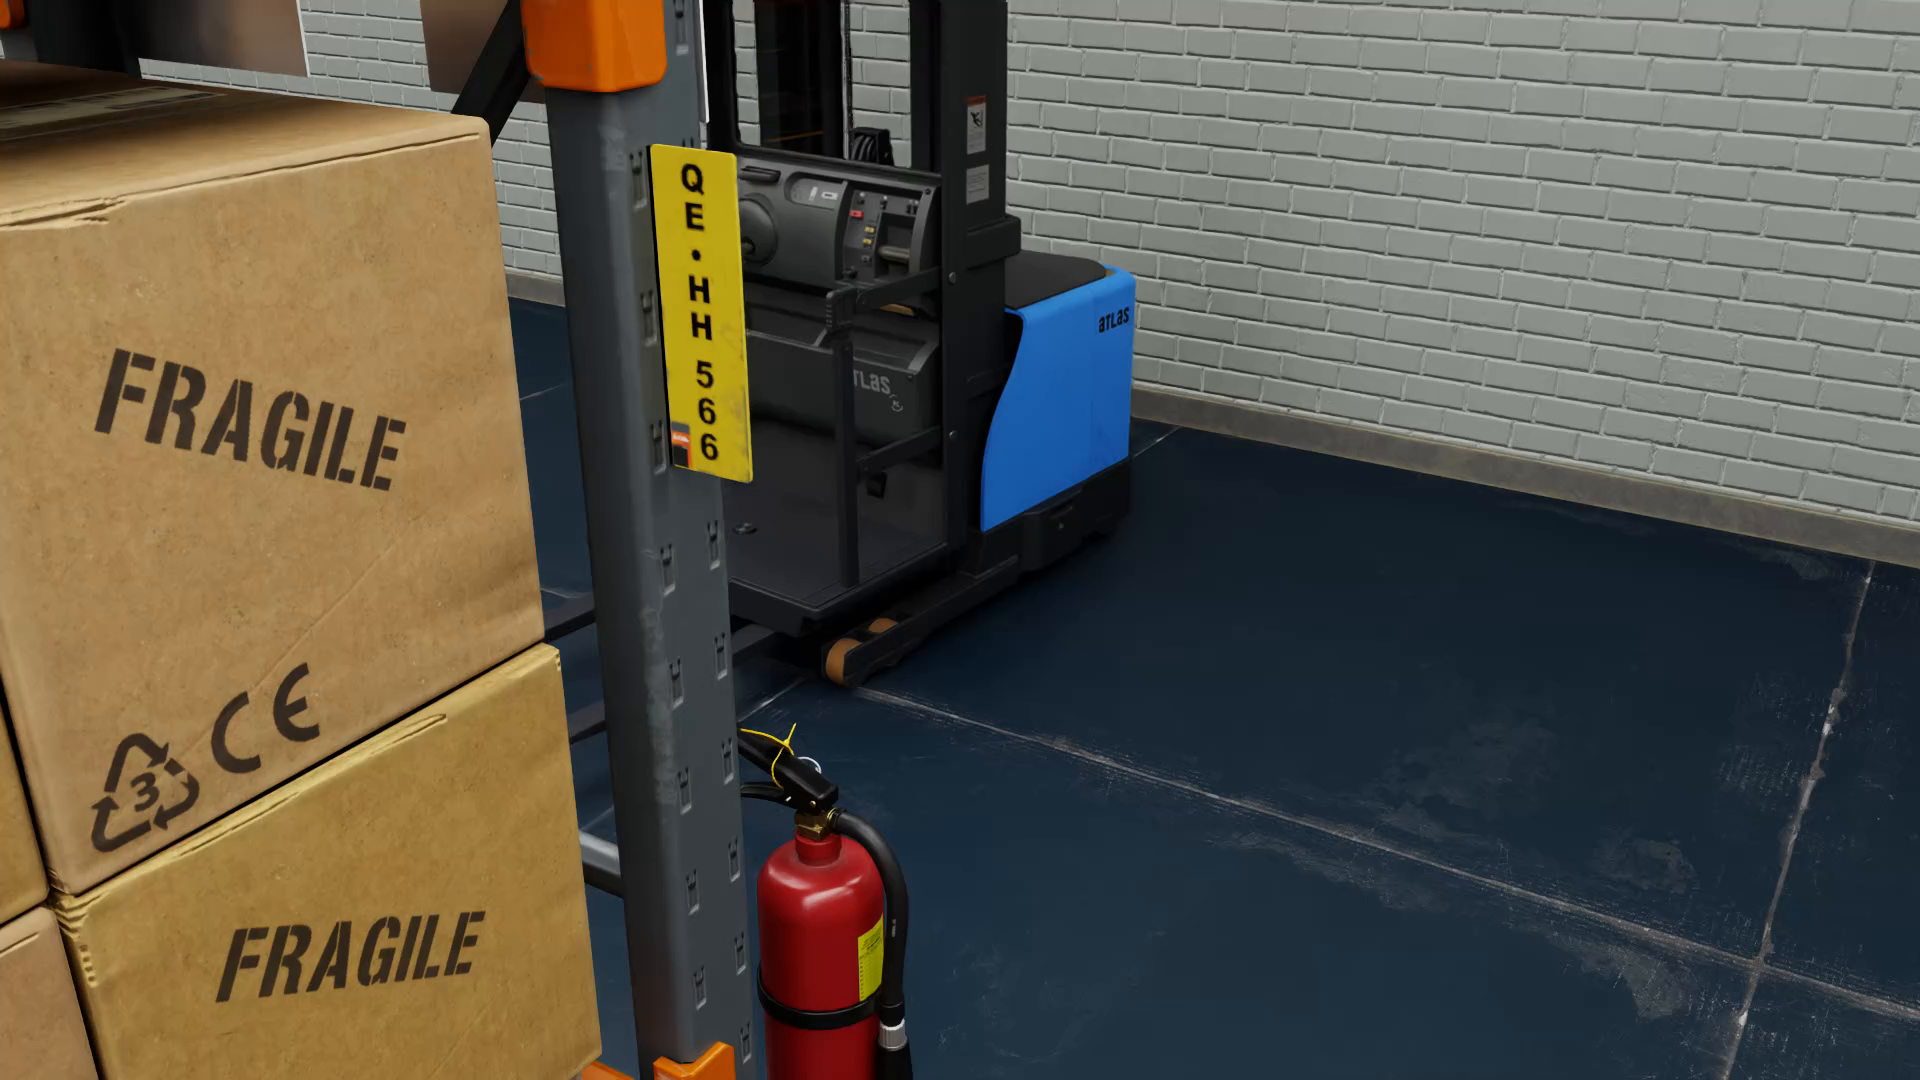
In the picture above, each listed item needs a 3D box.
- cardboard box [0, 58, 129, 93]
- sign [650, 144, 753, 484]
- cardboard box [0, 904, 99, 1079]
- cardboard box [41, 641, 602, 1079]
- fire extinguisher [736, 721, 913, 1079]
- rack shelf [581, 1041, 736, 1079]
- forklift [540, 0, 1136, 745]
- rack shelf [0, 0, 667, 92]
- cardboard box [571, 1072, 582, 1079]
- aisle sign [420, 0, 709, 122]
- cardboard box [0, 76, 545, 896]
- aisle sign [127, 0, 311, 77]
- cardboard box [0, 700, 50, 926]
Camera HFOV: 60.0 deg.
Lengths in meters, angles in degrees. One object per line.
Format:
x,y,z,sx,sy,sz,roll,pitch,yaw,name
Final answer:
-1.173,-0.208,1.696,0.500,0.500,0.500,14,27,29,cardboard box
-0.250,-0.216,1.618,0.100,0.325,0.005,14,27,29,sign
-1.006,0.533,1.242,0.500,0.500,0.500,13,27,28,cardboard box
-0.729,0.360,1.641,0.500,0.500,0.500,14,27,30,cardboard box
-0.186,0.556,2.258,0.296,0.674,0.183,14,27,29,fire extinguisher
-1.766,1.342,0.779,1.077,0.370,4.000,14,27,29,rack shelf
-0.595,-1.069,5.529,1.130,2.935,3.031,17,29,34,forklift
-1.766,-0.034,0.183,1.077,0.370,4.000,14,27,29,rack shelf
-0.643,0.622,1.854,0.380,0.149,0.250,14,27,29,cardboard box
-0.418,-0.818,1.591,0.394,0.787,0.004,14,27,29,aisle sign
-0.741,-0.097,1.441,0.500,0.500,0.500,13,27,28,cardboard box
-0.927,-0.943,1.881,0.394,0.787,0.004,14,27,29,aisle sign
-1.008,0.074,1.046,0.500,0.500,0.500,13,27,27,cardboard box
